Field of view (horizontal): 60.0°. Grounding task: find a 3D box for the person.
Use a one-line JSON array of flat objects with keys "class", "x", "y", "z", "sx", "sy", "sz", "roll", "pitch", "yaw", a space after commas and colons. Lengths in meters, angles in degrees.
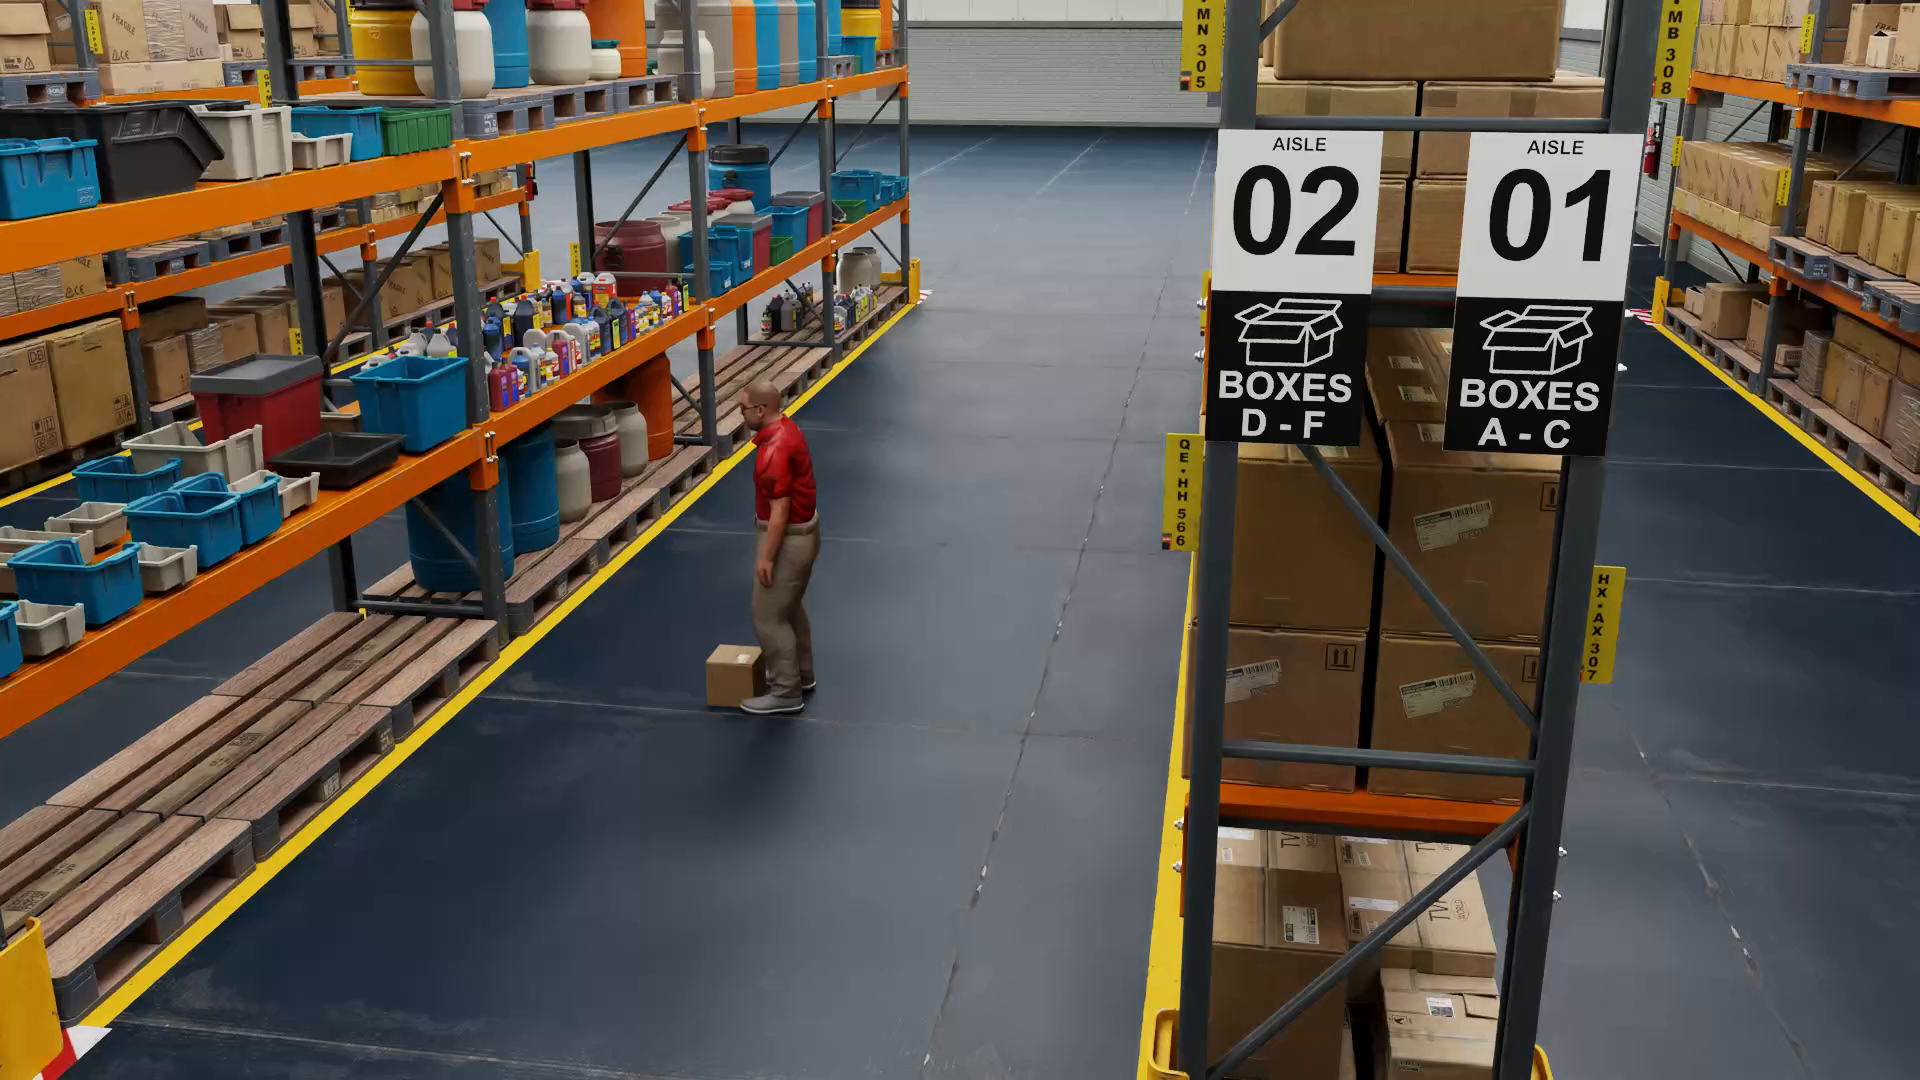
[{"class": "person", "x": -0.927, "y": 0.025, "z": 8.497, "sx": 0.401, "sy": 1.725, "sz": 0.597, "roll": 2, "pitch": 18, "yaw": 6}]
